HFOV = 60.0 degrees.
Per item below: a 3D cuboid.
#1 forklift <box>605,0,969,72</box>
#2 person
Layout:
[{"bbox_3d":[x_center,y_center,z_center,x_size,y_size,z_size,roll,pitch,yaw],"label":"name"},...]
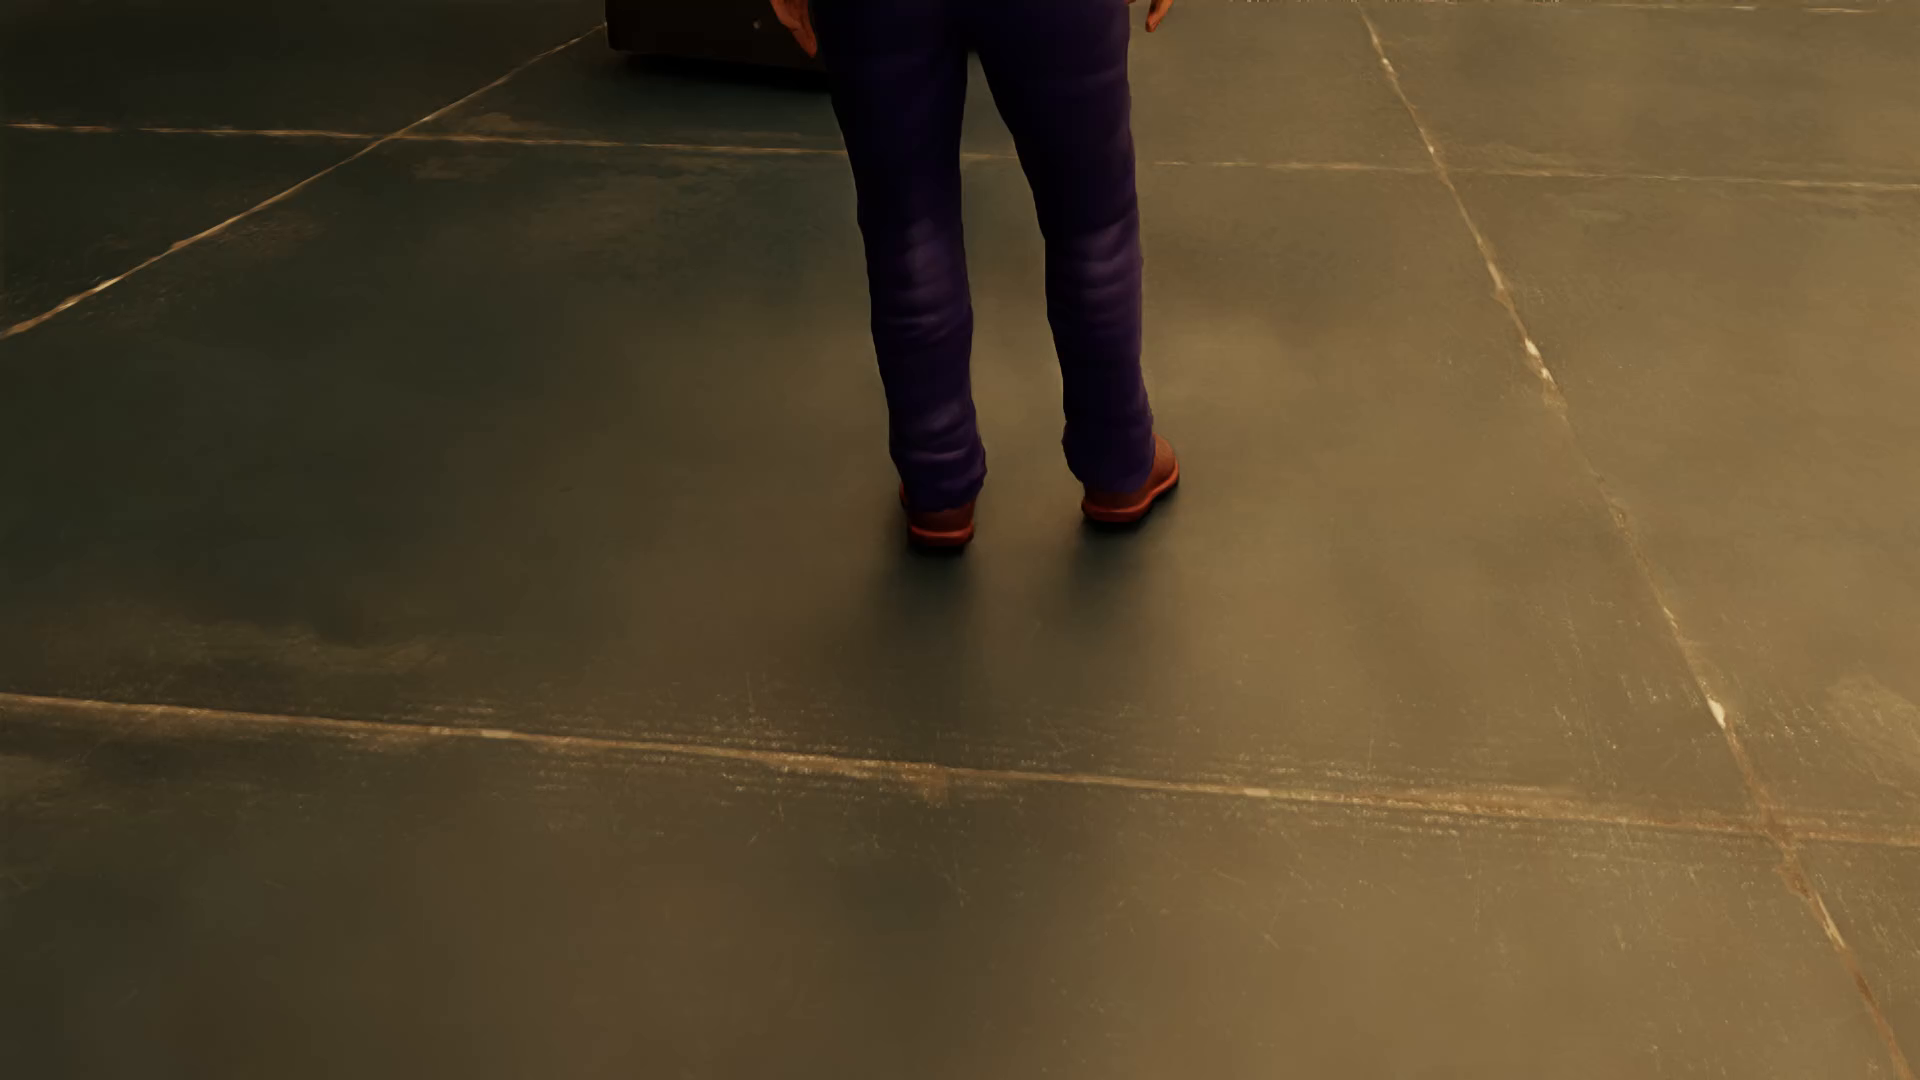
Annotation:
[{"bbox_3d":[-0.091,-3.439,6.110,1.130,2.935,3.031,13,29,24],"label":"forklift"},{"bbox_3d":[0.035,-0.782,2.206,0.599,1.650,0.502,3,27,7],"label":"person"}]
